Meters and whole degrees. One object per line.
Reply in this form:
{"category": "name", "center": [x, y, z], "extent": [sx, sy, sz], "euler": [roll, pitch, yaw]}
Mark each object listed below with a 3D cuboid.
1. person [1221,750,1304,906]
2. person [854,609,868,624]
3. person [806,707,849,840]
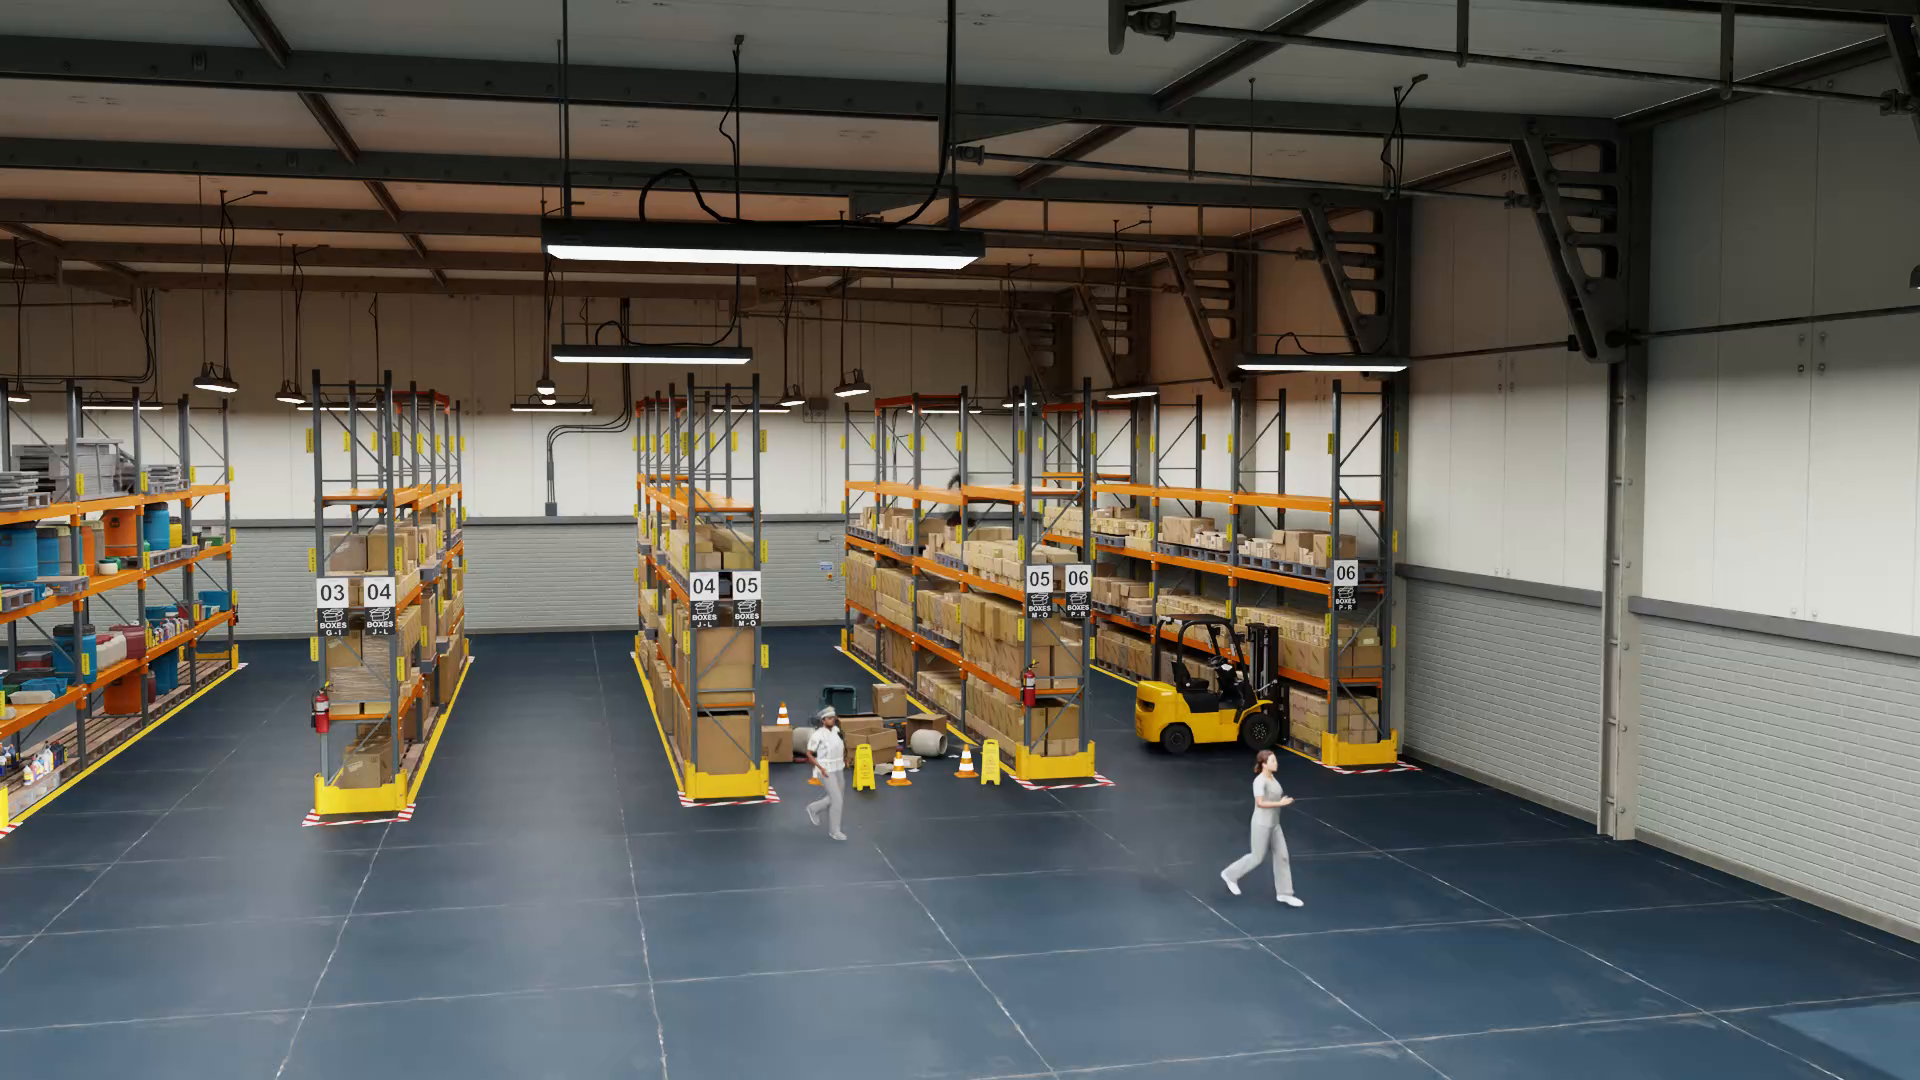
{"category": "person", "center": [3.299, 3.099, 18.068], "extent": [0.918, 1.662, 0.584], "euler": [2, 4, 32]}
{"category": "person", "center": [-2.395, 1.790, 41.811], "extent": [0.604, 1.635, 0.633], "euler": [1, 4, 24]}
{"category": "person", "center": [-1.699, 2.951, 21.227], "extent": [0.693, 1.692, 0.576], "euler": [3, 4, 39]}
